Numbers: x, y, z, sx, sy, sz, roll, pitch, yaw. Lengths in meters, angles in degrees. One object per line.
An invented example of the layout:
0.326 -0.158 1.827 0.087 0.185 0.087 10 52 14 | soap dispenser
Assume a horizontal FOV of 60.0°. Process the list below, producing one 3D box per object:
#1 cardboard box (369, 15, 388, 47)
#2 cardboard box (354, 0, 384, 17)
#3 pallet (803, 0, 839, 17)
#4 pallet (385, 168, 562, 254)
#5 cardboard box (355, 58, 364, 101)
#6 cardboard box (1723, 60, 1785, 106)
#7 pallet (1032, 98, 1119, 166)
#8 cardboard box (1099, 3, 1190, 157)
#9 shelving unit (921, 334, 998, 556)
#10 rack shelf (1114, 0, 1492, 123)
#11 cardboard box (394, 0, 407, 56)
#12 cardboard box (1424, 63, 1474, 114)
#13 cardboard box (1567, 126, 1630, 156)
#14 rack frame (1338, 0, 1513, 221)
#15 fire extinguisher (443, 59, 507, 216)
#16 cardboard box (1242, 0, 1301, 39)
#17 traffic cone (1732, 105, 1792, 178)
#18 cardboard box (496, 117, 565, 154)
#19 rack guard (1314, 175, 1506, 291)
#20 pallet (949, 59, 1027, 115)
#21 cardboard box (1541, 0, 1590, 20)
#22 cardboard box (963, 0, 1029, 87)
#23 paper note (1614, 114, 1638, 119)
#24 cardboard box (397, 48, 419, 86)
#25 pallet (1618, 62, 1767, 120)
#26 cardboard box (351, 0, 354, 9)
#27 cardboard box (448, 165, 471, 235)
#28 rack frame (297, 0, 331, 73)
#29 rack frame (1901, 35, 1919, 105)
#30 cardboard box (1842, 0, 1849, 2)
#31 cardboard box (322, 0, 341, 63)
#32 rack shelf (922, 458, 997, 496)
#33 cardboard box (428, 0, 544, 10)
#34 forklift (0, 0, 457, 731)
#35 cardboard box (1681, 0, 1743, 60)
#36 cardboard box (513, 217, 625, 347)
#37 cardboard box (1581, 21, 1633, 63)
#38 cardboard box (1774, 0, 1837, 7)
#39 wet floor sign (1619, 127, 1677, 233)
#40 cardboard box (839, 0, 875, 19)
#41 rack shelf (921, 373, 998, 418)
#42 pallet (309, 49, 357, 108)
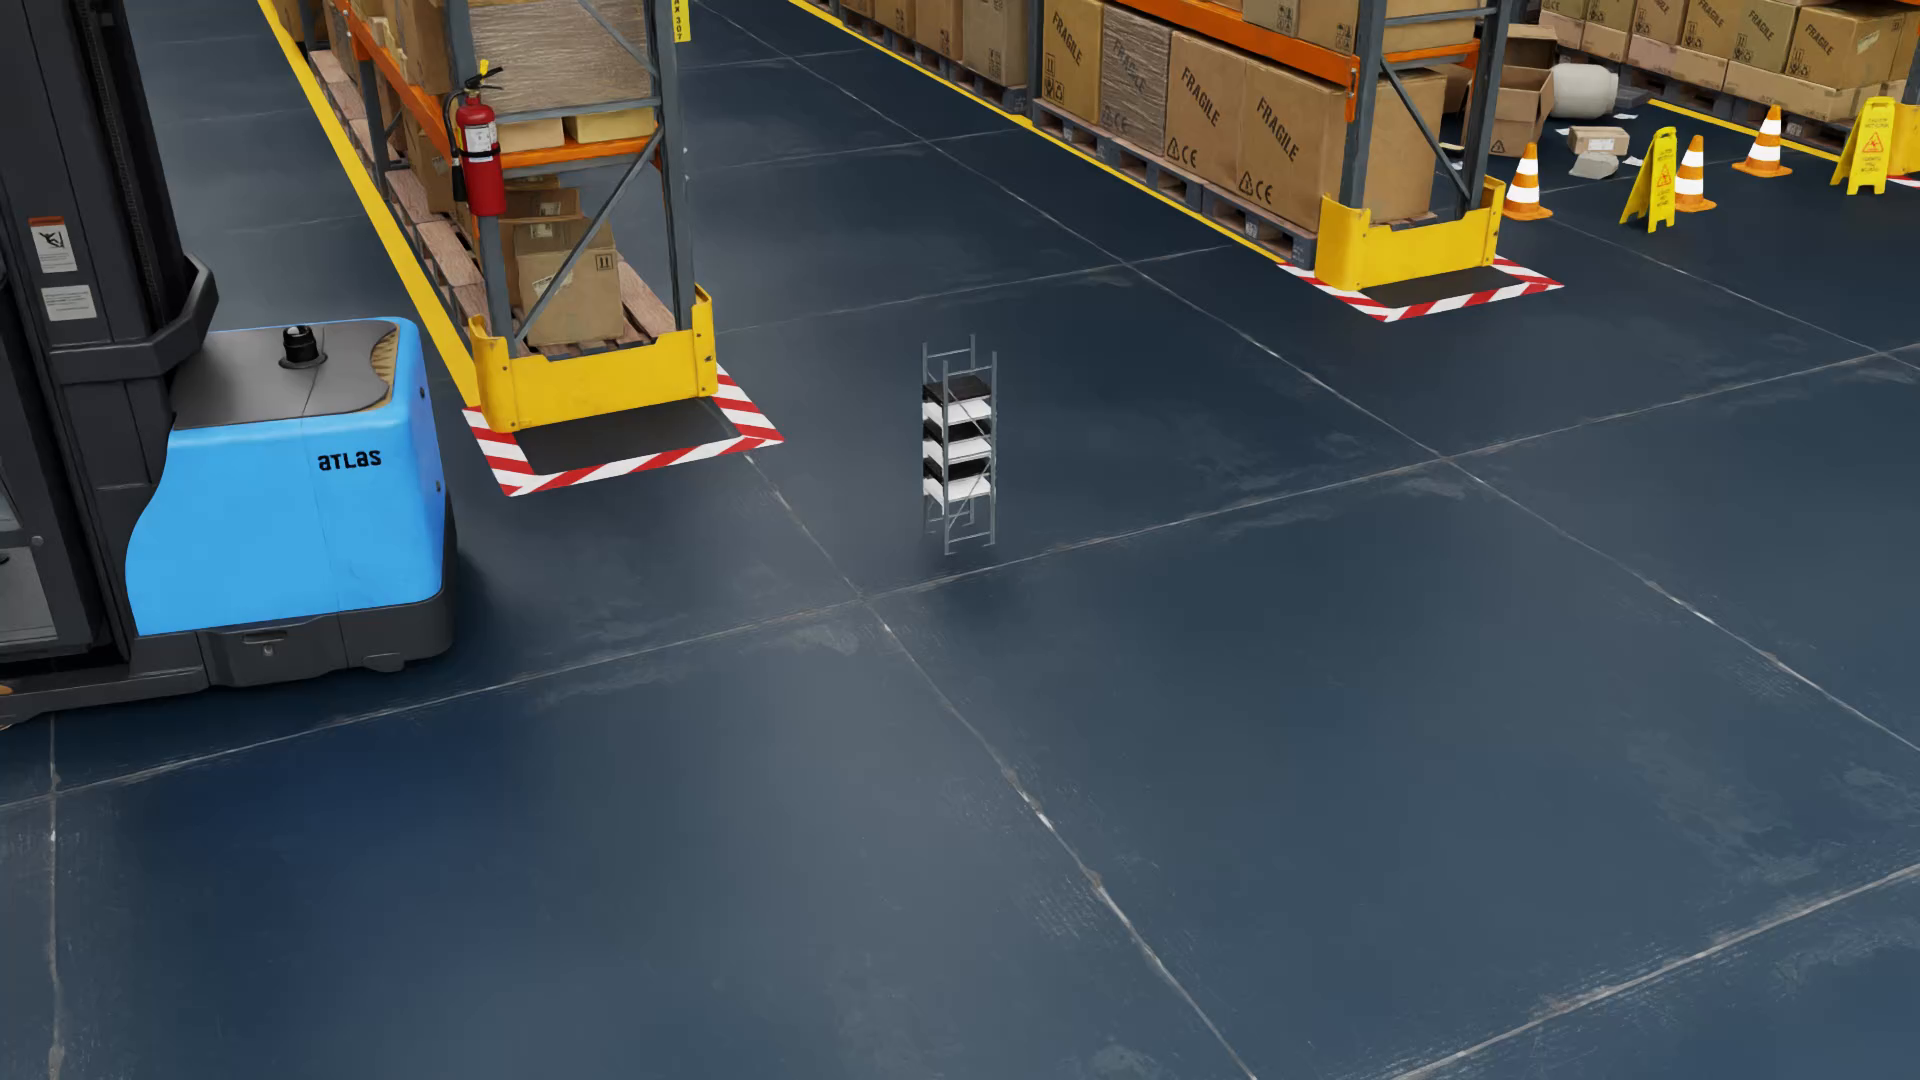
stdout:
-3.284 -3.042 9.865 0.380 0.149 0.250 -13 32 -22 | cardboard box
-3.199 -3.488 9.997 0.875 0.500 0.500 -13 32 -22 | cardboard box
-1.047 -5.648 17.106 1.003 0.211 1.213 -13 32 -22 | pallet
-3.199 -2.249 11.046 1.003 0.211 1.213 -13 32 -22 | pallet
-4.191 -3.594 12.698 0.700 0.500 0.500 -16 33 -26 | cardboard box
6.343 -3.584 12.956 0.500 0.250 0.500 -13 32 -22 | cardboard box
1.260 -3.183 12.711 1.003 0.211 1.213 -13 32 -22 | pallet
1.601 -3.318 11.844 0.875 0.875 0.875 -13 32 -22 | cardboard box
-0.003 -0.396 7.036 0.258 0.900 0.210 -13 32 -22 | shelving unit
1.863 -3.554 11.257 1.077 0.370 4.000 -13 32 -22 | rack shelf
-2.512 -2.836 8.834 0.875 0.500 0.500 -13 32 -22 | cardboard box
3.699 -3.695 13.186 0.797 0.637 0.503 -13 32 -22 | cardboard box
4.762 -2.980 12.412 0.380 0.149 0.250 2 29 4 | cardboard box
2.721 -2.985 9.506 1.000 3.000 0.127 -13 32 -22 | rack frame
-2.169 -1.807 7.485 0.296 0.674 0.183 -13 32 -22 | fire extinguisher
2.265 -3.443 10.170 0.875 0.550 0.550 -13 32 -22 | cardboard box
5.799 -2.881 11.915 0.336 0.463 0.334 -13 32 -22 | traffic cone
-2.110 -1.961 7.937 0.380 0.149 0.250 -13 32 -22 | cardboard box
2.732 -1.884 10.098 1.175 0.500 0.348 -13 32 -22 | rack guard
0.605 -3.860 13.919 1.003 0.211 1.213 -13 32 -22 | pallet
5.441 -4.829 14.411 0.500 0.500 0.500 -12 31 -20 | cardboard box
0.657 -4.209 13.560 1.050 0.750 0.750 -13 32 -22 | cardboard box
5.304 -3.379 13.245 0.148 0.019 0.142 26 38 38 | paper note
-2.849 -2.601 9.079 0.380 0.149 0.250 -13 32 -22 | cardboard box
6.279 -3.790 13.794 1.003 0.211 1.213 -13 32 -22 | pallet
-3.698 -3.487 10.659 0.380 0.149 0.250 -13 32 -22 | cardboard box
-2.793 -2.154 10.150 0.500 0.500 0.500 -16 33 -26 | cardboard box
-5.236 -5.522 14.030 1.000 3.000 0.127 -13 32 -22 | rack frame
7.149 -4.069 11.439 1.000 3.000 0.127 -13 32 -22 | rack frame
6.813 -4.035 12.993 0.500 0.500 0.500 -14 32 -24 | cardboard box
-4.930 -4.332 14.014 0.700 0.500 0.500 -15 33 -25 | cardboard box
-0.003 -0.289 7.097 0.258 0.077 0.200 -13 32 -22 | rack shelf
-2.261 -2.788 7.727 0.500 0.500 0.500 -13 32 -22 | cardboard box
-3.523 -0.849 5.768 3.031 2.935 1.130 -7 30 -12 | forklift
6.132 -4.133 13.169 0.500 0.500 0.500 -14 32 -23 | cardboard box
-2.055 -1.360 8.735 0.500 0.500 0.500 -7 30 -13 | cardboard box
5.680 -4.269 14.178 0.500 0.250 0.500 -11 31 -19 | cardboard box
6.351 -4.110 12.464 0.380 0.149 0.250 -12 31 -21 | cardboard box
4.522 -2.361 10.800 0.267 0.644 0.232 -19 35 -30 | wet floor sign
-0.533 -5.433 15.742 1.050 0.750 0.750 -14 32 -23 | cardboard box
-0.003 -0.603 6.921 0.258 0.077 0.200 -13 32 -22 | rack shelf
-4.902 -3.960 14.096 1.003 0.211 1.213 -13 32 -22 | pallet
